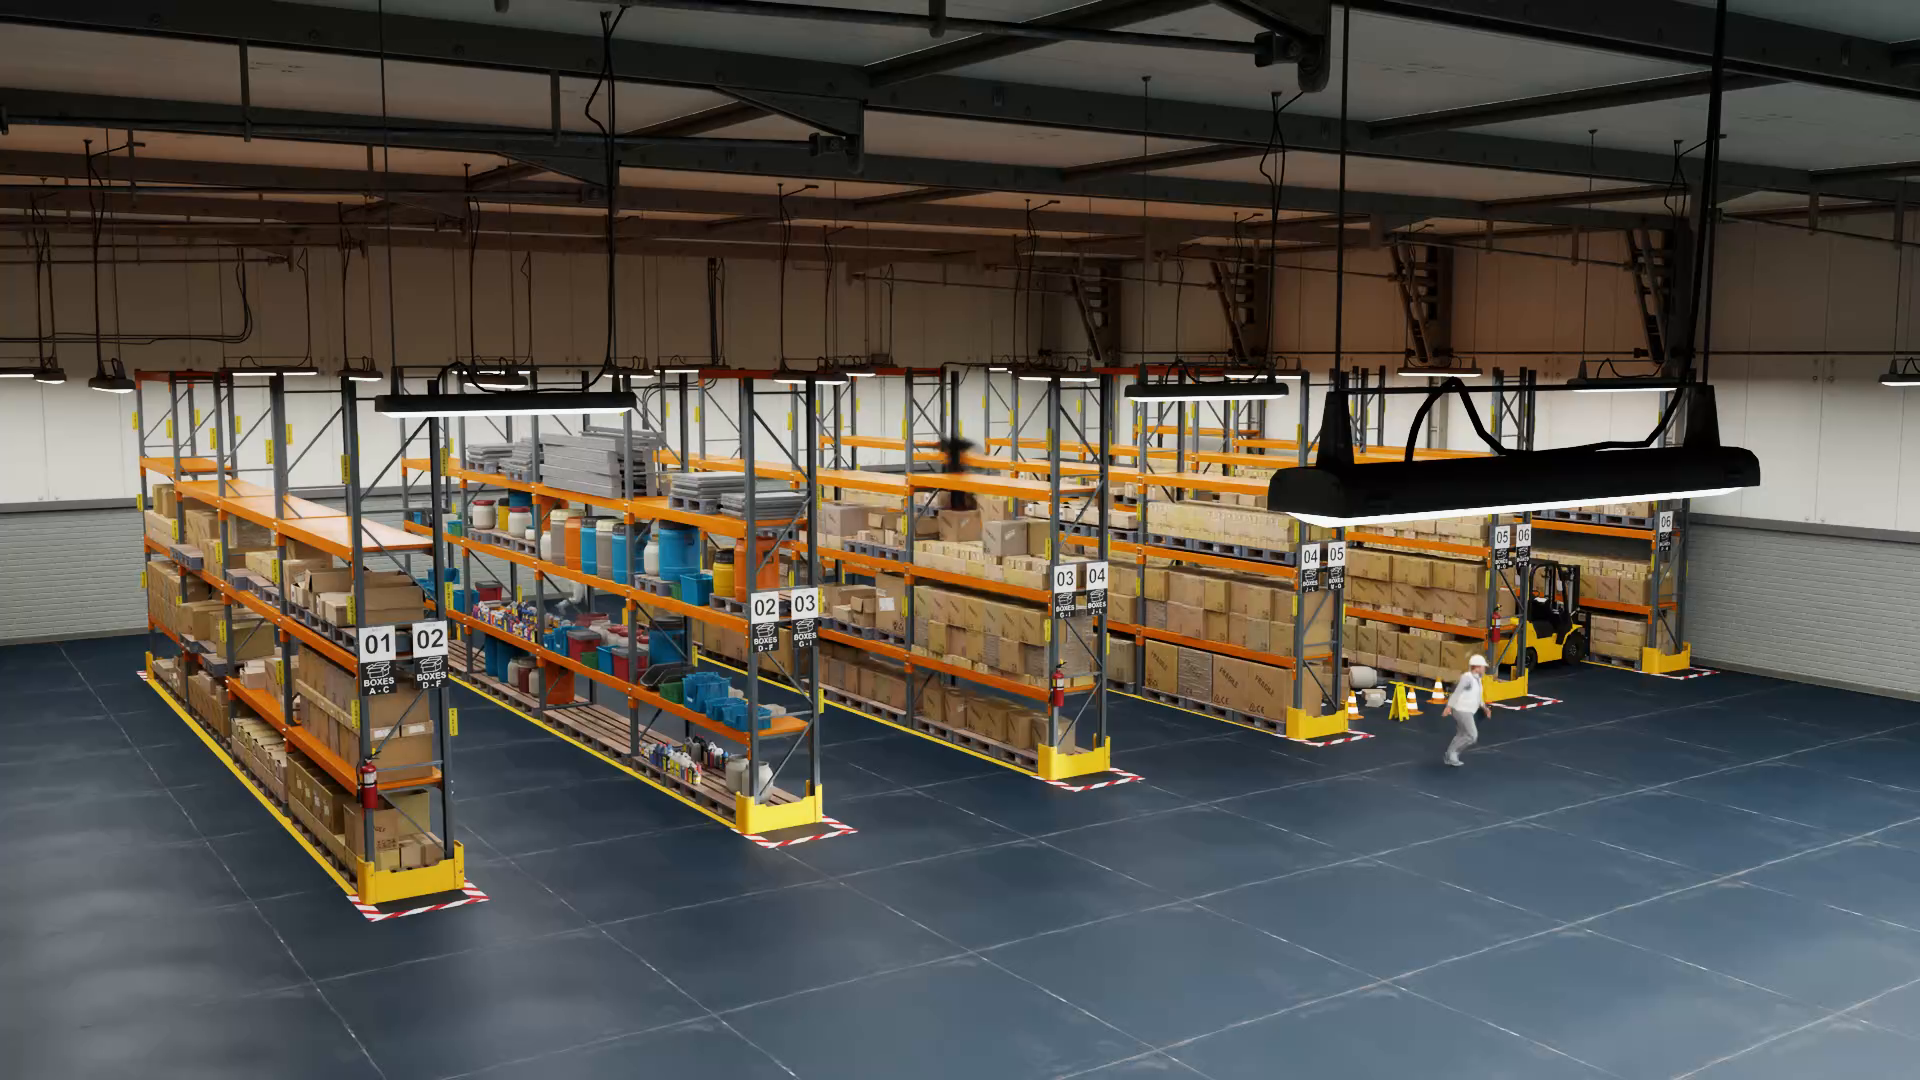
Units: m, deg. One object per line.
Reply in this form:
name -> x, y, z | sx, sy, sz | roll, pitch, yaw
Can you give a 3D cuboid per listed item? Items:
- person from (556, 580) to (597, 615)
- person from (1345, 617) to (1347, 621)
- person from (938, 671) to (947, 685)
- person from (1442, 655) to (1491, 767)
person -> -9.025, 1.044, 39.358 | 1.090, 1.780, 0.672 | -2, 7, -15
person -> 8.473, 1.224, 37.655 | 0.845, 1.741, 0.655 | 5, 8, 37
person -> -0.235, 2.035, 30.958 | 0.609, 1.613, 0.653 | -4, 7, -30
person -> 7.750, 2.609, 25.425 | 0.635, 1.729, 0.659 | 4, 8, 31
